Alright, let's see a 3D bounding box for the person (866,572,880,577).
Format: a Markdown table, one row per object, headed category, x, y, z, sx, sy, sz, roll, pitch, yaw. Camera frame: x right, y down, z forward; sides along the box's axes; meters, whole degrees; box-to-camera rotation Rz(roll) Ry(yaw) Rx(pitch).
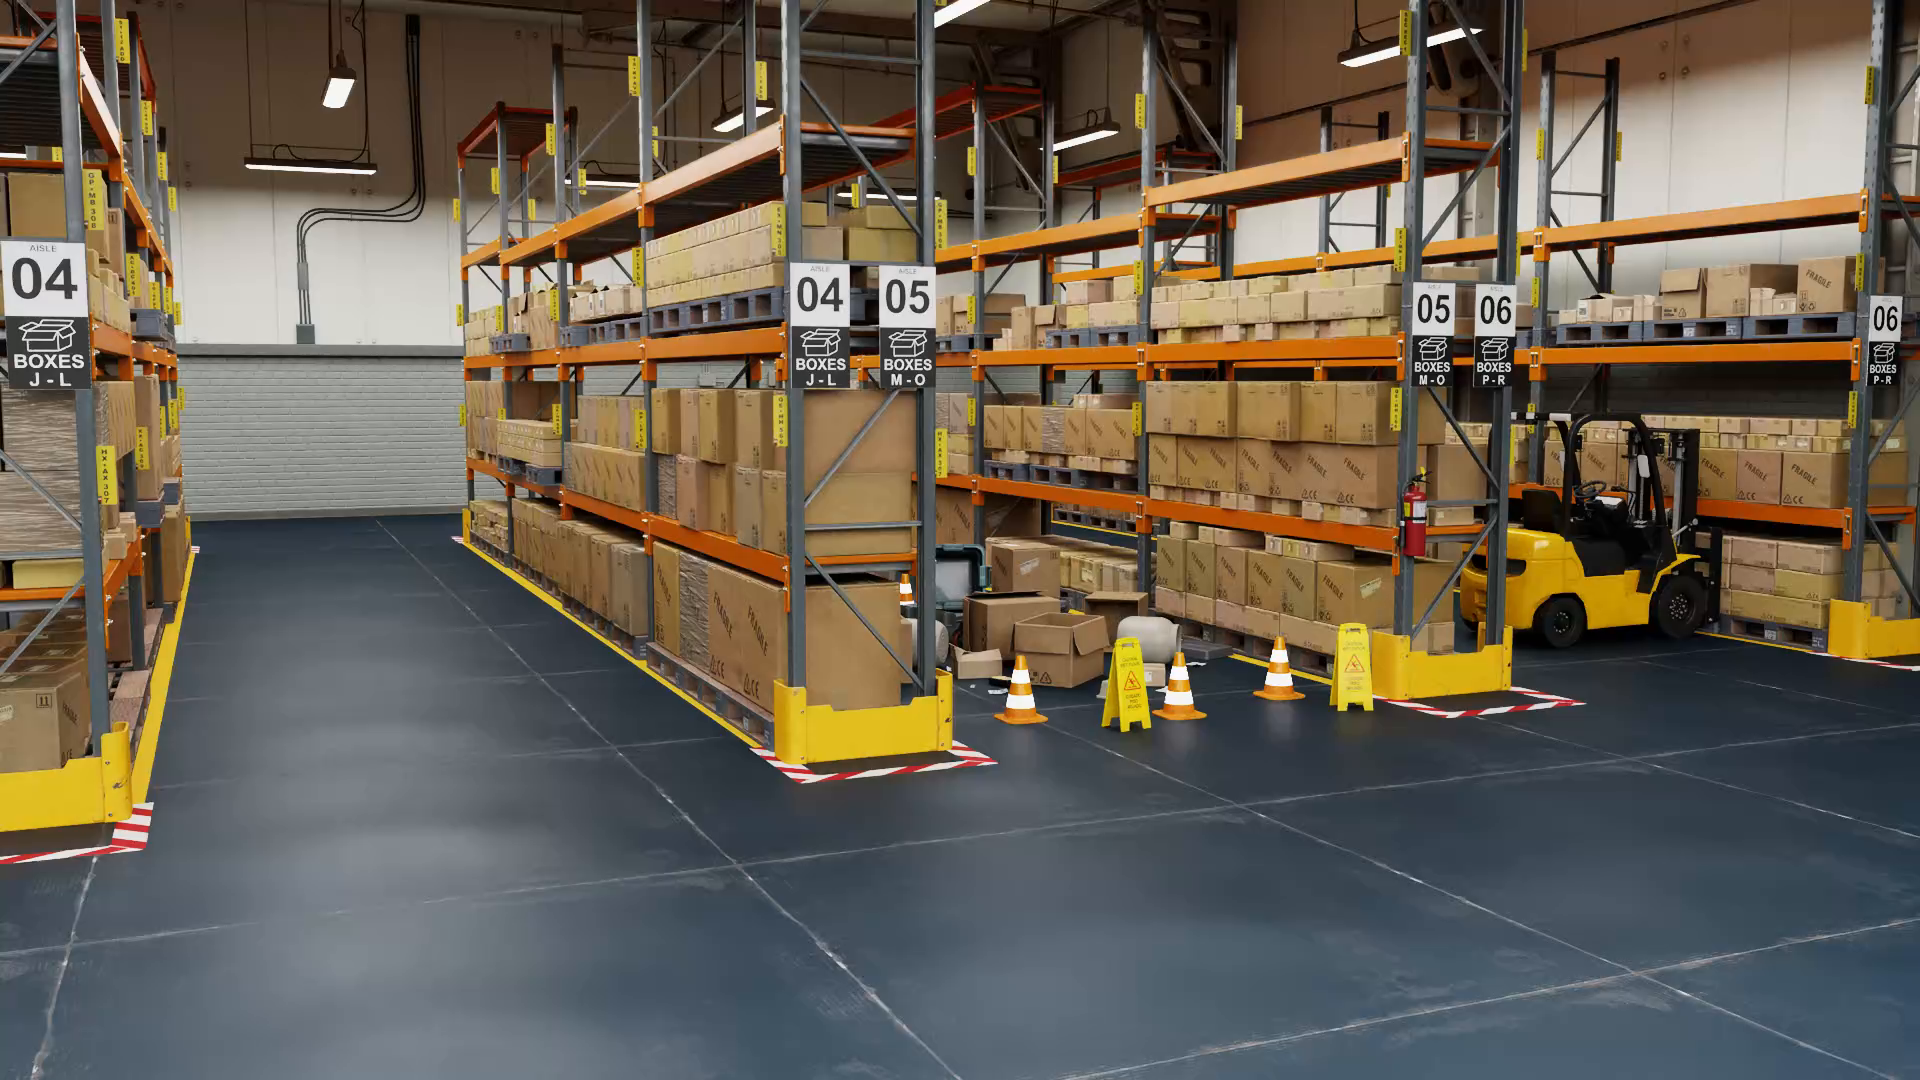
| category | x | y | z | sx | sy | sz | roll | pitch | yaw |
| --- | --- | --- | --- | --- | --- | --- | --- | --- | --- |
| person | -0.954 | -0.017 | 17.147 | 0.523 | 1.672 | 0.452 | -2 | 6 | -24 |
